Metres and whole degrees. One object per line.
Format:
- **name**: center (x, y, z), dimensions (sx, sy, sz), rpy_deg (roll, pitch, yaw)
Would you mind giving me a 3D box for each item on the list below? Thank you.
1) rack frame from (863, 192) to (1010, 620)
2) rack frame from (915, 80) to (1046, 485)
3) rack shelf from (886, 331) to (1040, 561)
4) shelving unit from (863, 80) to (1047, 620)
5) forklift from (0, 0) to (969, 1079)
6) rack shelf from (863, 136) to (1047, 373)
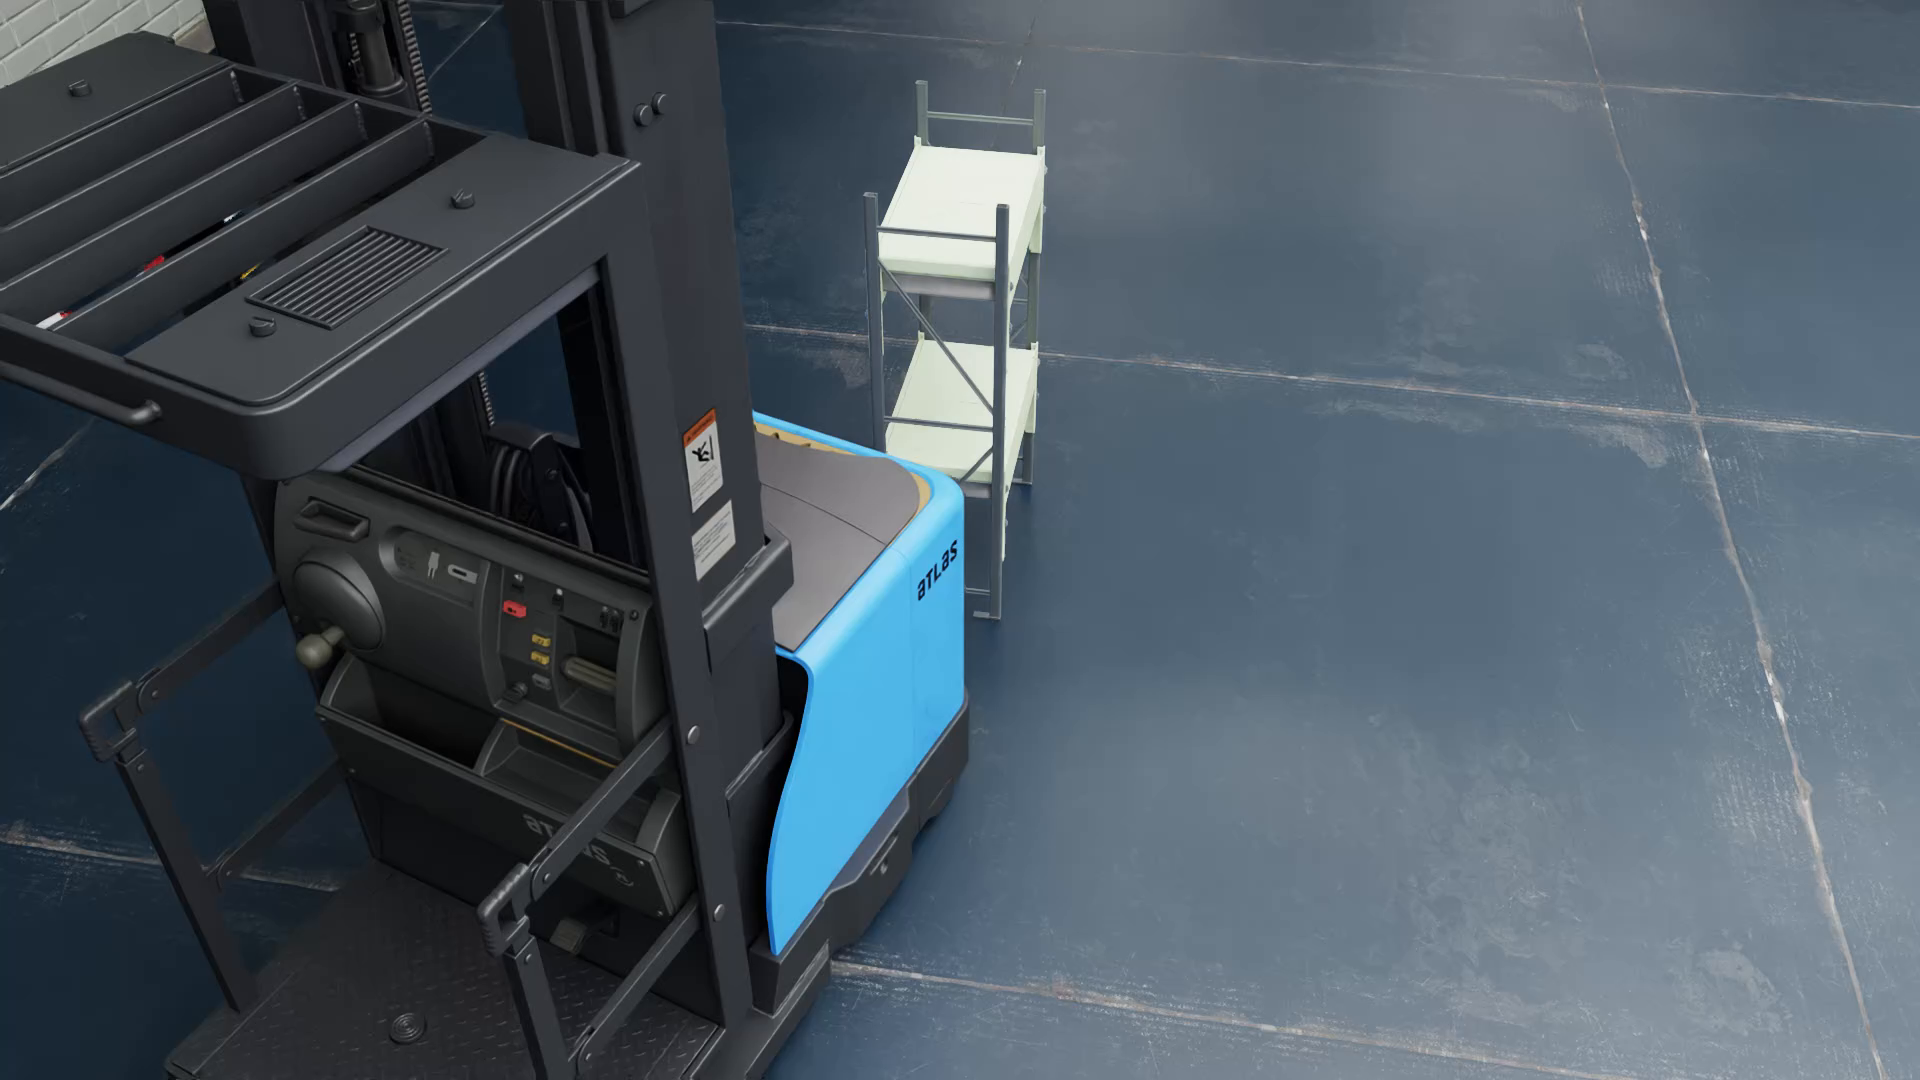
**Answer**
- **rack frame**: center (-0.064, -0.344, 4.989), dimensions (0.400, 1.500, 0.023), rpy_deg (6, 40, 8)
- **rack frame**: center (0.062, -0.804, 5.545), dimensions (0.400, 1.500, 0.023), rpy_deg (6, 40, 8)
- **rack shelf**: center (-0.001, -0.323, 5.475), dimensions (0.431, 0.370, 0.720), rpy_deg (6, 40, 8)
- **shelving unit**: center (-0.001, -0.574, 5.267), dimensions (0.431, 1.500, 0.755), rpy_deg (6, 40, 8)
- **forklift**: center (-1.109, 0.225, 3.178), dimensions (1.130, 2.935, 3.031), rpy_deg (19, 43, 21)
- **rack shelf**: center (-0.001, -0.875, 5.018), dimensions (0.431, 0.370, 0.720), rpy_deg (6, 40, 8)
